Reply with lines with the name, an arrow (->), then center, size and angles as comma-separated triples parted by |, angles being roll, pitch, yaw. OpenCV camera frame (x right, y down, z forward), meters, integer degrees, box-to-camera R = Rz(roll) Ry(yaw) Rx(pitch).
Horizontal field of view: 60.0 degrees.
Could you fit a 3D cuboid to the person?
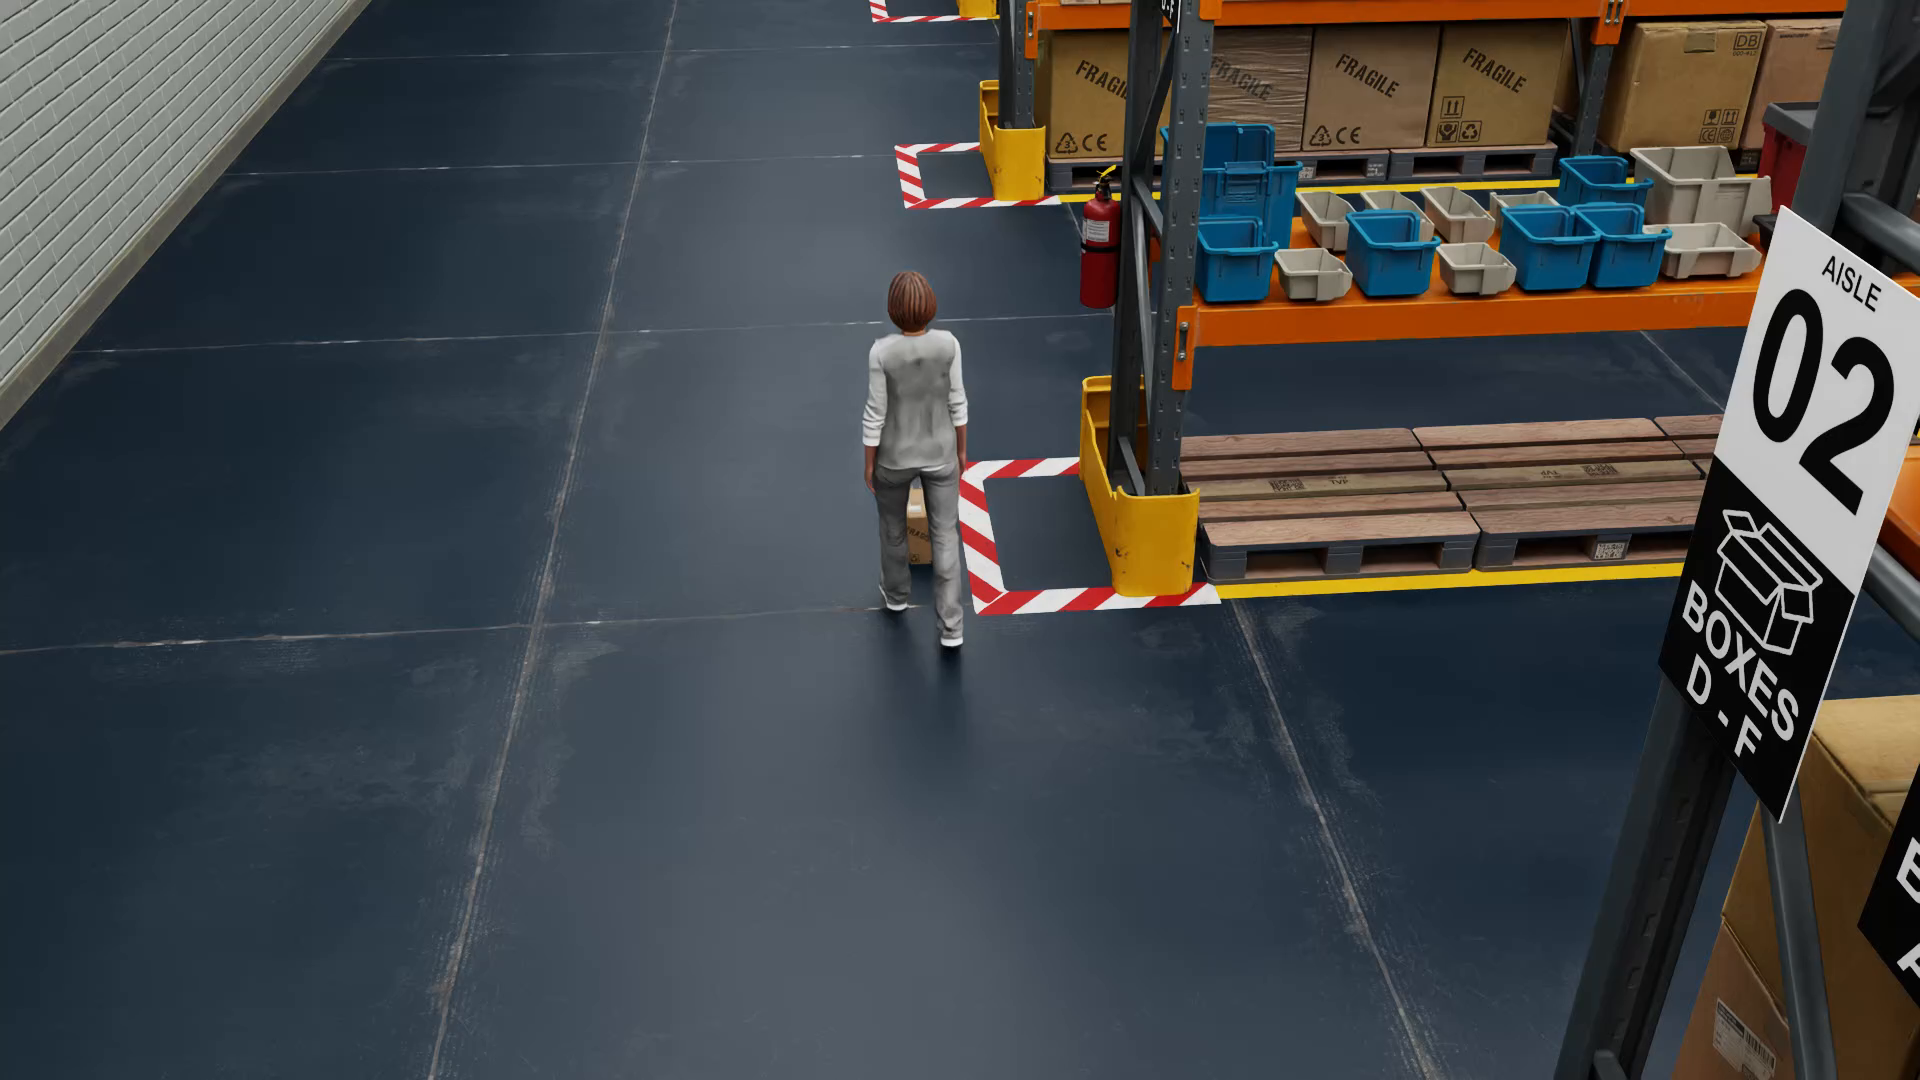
person -> -0.183, -0.343, 6.683 | 0.421, 1.586, 0.659 | -6, 32, -10
